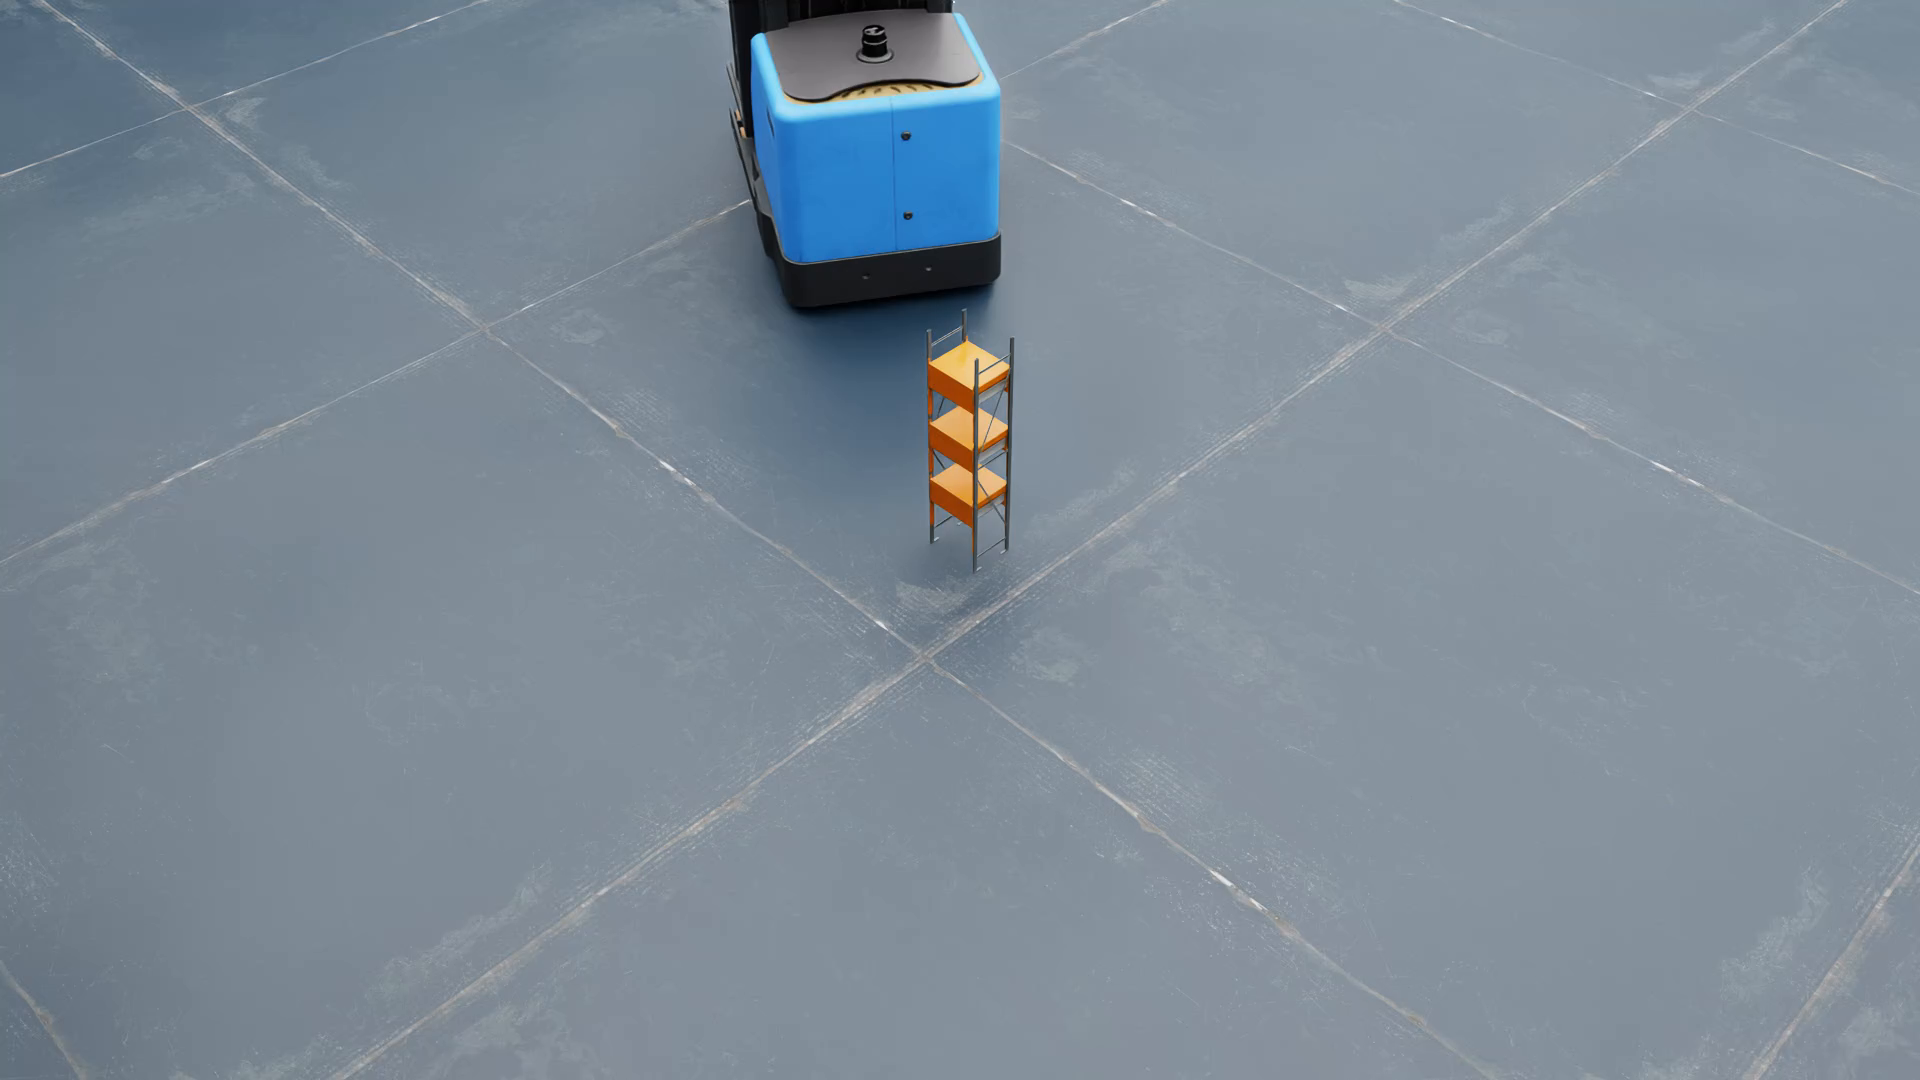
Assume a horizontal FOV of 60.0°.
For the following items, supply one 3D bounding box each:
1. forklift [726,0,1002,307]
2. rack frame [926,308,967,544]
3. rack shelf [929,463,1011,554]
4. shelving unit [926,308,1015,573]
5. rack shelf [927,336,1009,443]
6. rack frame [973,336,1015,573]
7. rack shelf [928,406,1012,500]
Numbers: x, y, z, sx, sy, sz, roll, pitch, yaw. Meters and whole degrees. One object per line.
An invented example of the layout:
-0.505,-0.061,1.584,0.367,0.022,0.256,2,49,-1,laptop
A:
-0.636,-3.186,8.038,1.130,2.935,3.031,-9,43,-10,forklift
-0.048,-0.418,6.429,0.200,1.050,0.008,-34,53,-31,rack frame
0.038,-0.148,6.562,0.215,0.259,0.240,-34,53,-31,rack shelf
0.038,-0.360,6.366,0.215,1.050,0.252,-34,53,-31,shelving unit
0.038,-0.561,6.180,0.215,0.259,0.240,-34,53,-31,rack shelf
0.124,-0.301,6.302,0.200,1.050,0.008,-34,53,-31,rack frame
0.038,-0.352,6.373,0.215,0.259,0.240,-34,53,-31,rack shelf
